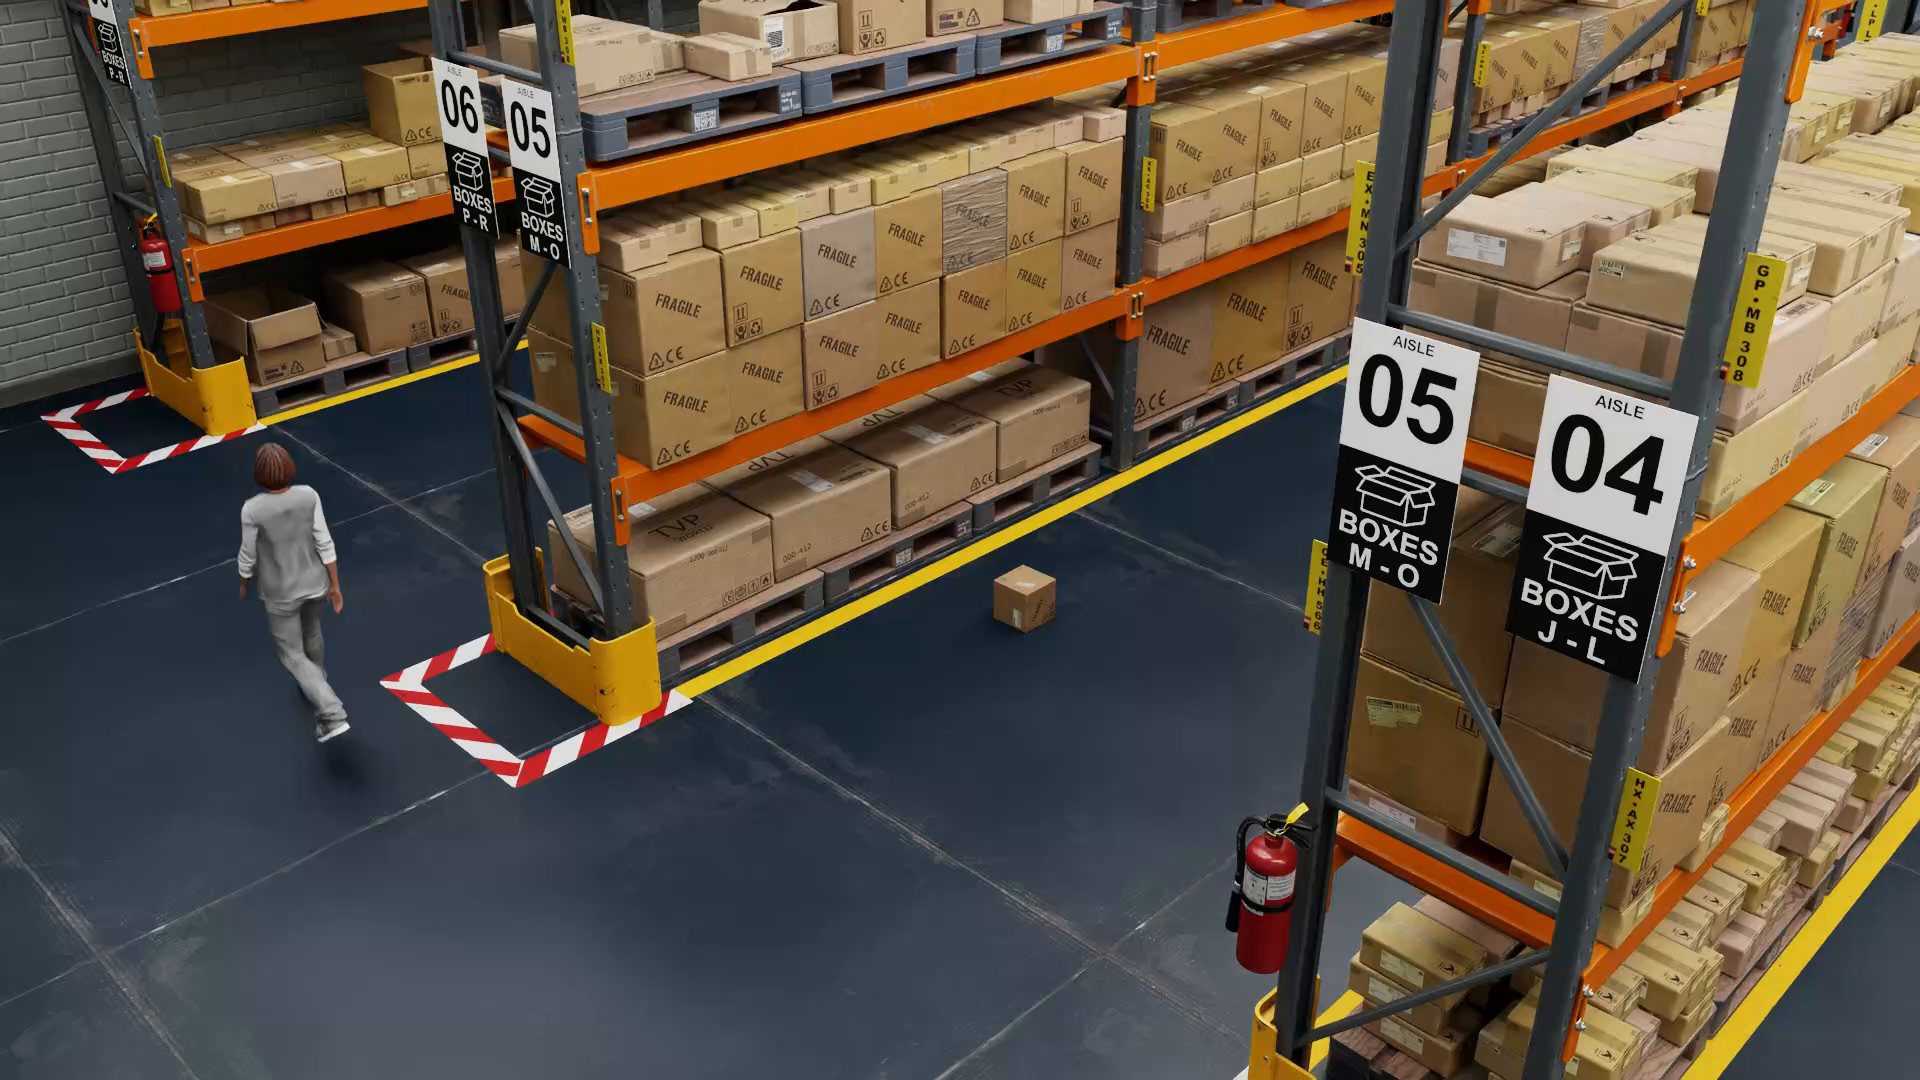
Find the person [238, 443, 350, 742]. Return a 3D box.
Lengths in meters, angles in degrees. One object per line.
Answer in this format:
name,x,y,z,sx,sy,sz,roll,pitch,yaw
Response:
person,-3.273,0.242,8.182,0.418,1.531,0.907,-24,36,-37
